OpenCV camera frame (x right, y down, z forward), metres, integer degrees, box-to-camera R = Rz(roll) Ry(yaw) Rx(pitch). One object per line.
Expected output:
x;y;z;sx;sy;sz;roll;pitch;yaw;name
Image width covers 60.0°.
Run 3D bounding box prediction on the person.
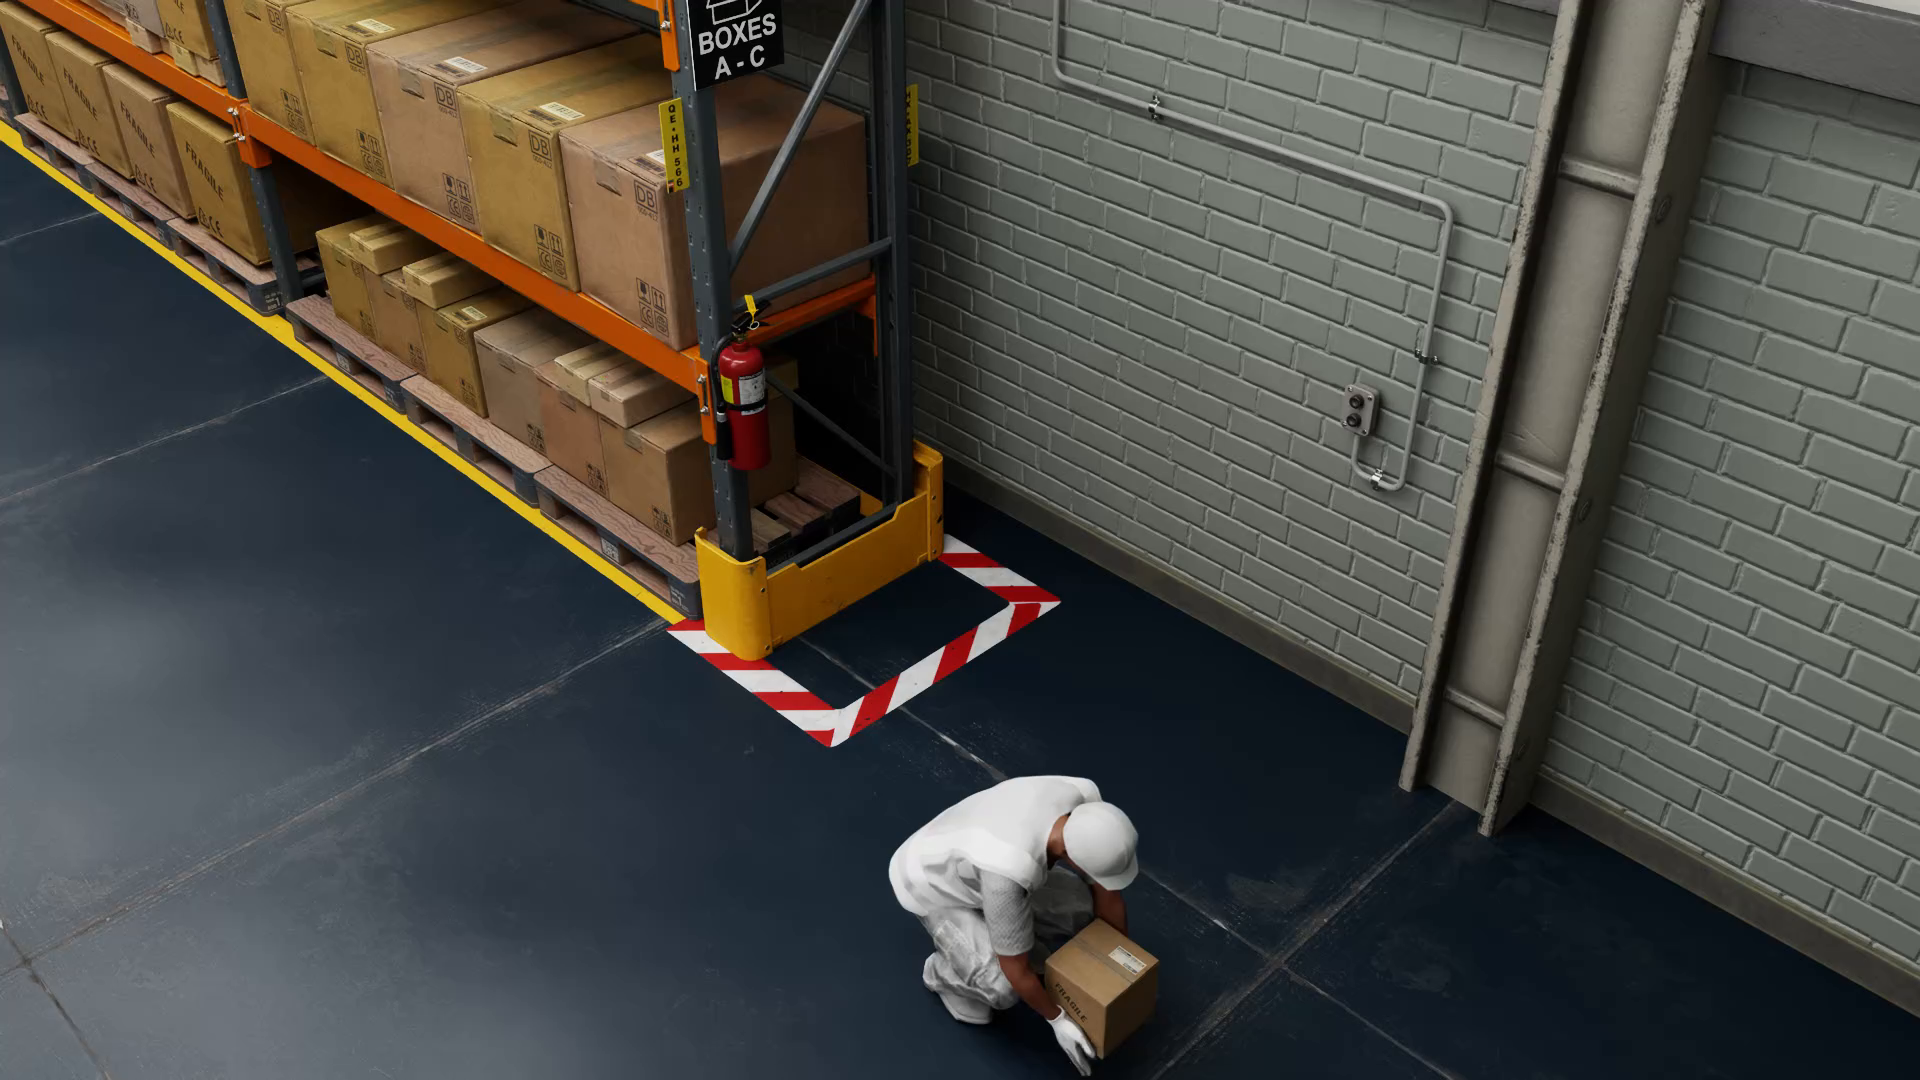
0.203;1.109;5.246;0.898;0.996;0.566;29;45;35;person
